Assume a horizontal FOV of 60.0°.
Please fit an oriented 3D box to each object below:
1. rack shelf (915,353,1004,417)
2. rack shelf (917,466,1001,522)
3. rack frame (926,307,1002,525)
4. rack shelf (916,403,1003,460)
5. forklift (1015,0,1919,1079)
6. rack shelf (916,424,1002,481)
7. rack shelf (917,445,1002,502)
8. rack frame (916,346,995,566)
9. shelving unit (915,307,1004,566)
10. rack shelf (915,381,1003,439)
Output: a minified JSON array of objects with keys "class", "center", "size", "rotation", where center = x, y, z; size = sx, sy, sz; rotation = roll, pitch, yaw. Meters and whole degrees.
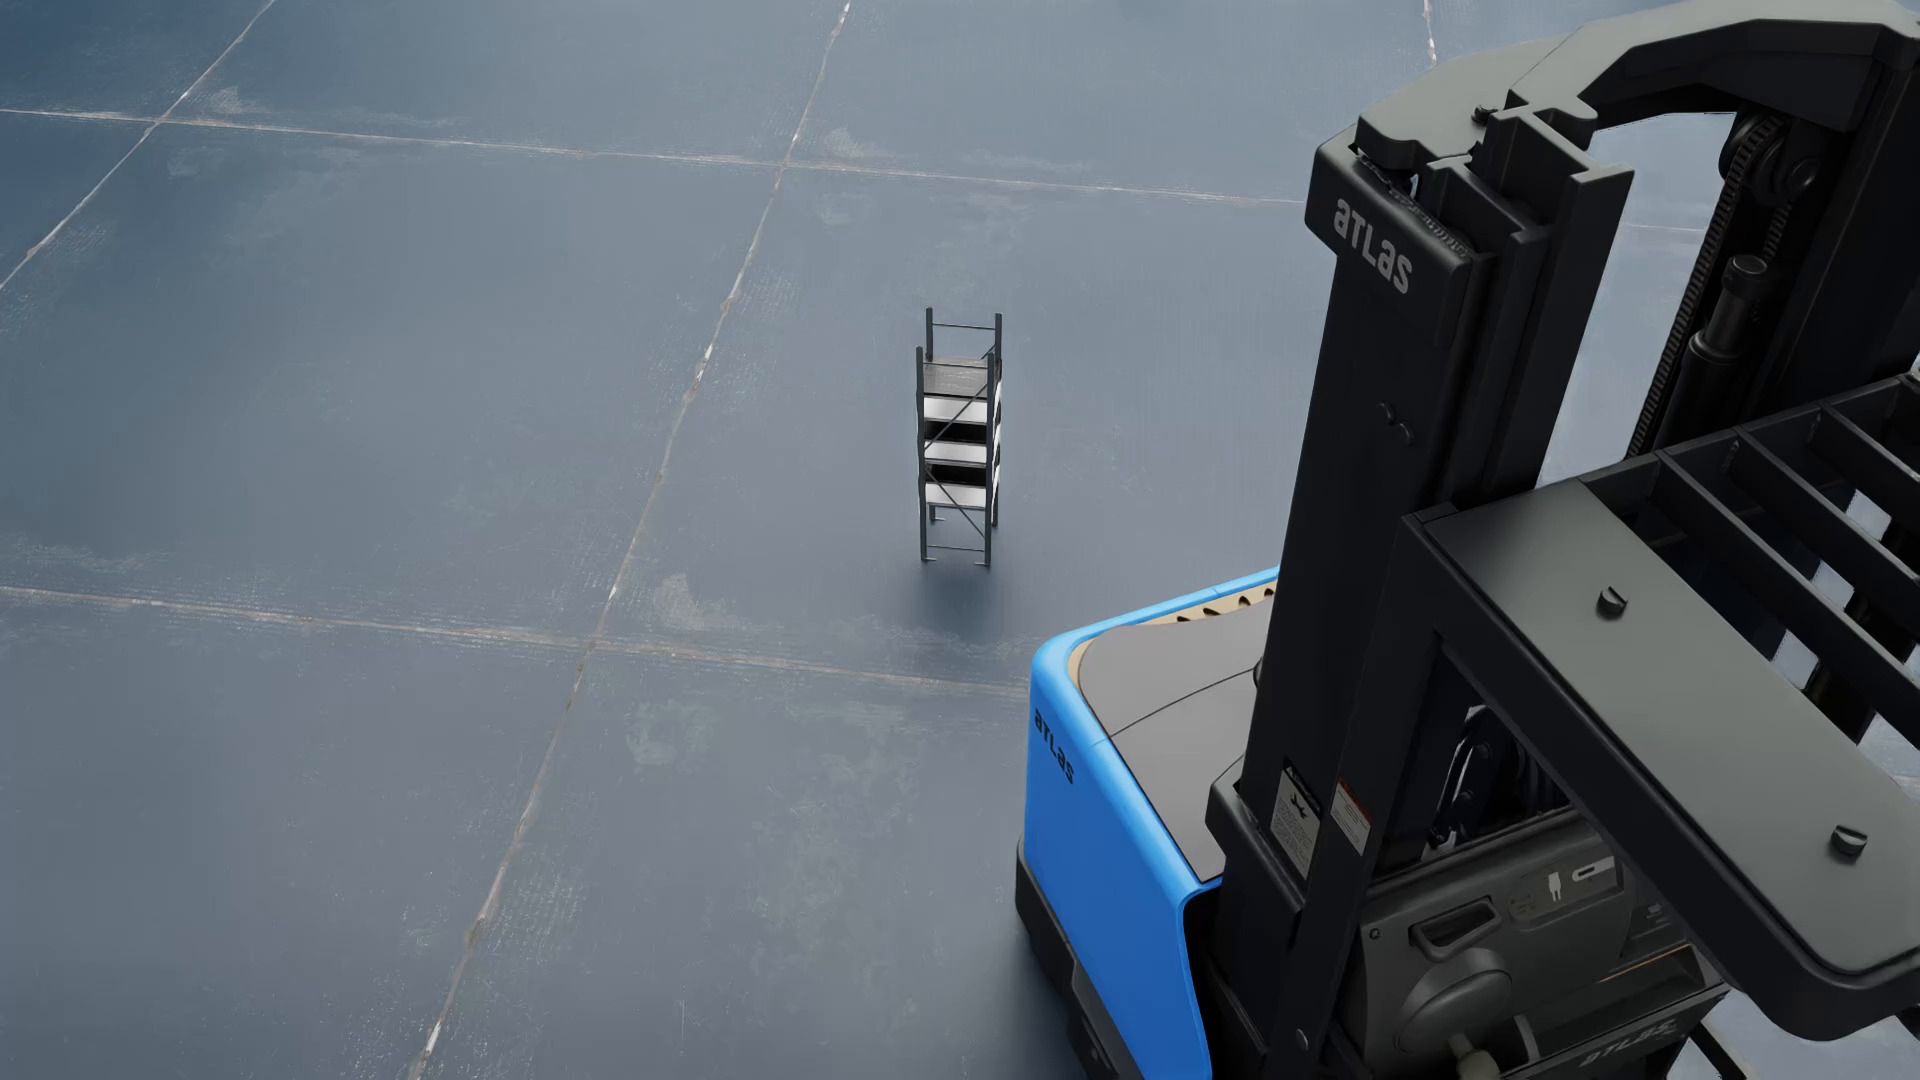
[{"class":"rack shelf","center":[-0.001,-0.493,5.272],"size":[0.258,0.077,0.200],"rotation":[5,44,6]},{"class":"rack shelf","center":[-0.001,-0.166,5.581],"size":[0.258,0.077,0.200],"rotation":[5,44,6]},{"class":"rack frame","center":[0.012,-0.391,5.508],"size":[0.240,0.900,0.006],"rotation":[5,44,6]},{"class":"rack shelf","center":[-0.001,-0.362,5.396],"size":[0.258,0.077,0.200],"rotation":[5,44,6]},{"class":"forklift","center":[1.191,0.764,2.811],"size":[1.130,2.935,3.031],"rotation":[-16,46,-16]},{"class":"rack shelf","center":[-0.001,-0.297,5.458],"size":[0.258,0.077,0.200],"rotation":[5,44,6]},{"class":"rack shelf","center":[-0.001,-0.232,5.520],"size":[0.258,0.077,0.200],"rotation":[5,44,6]},{"class":"rack frame","center":[-0.015,-0.252,5.362],"size":[0.240,0.900,0.006],"rotation":[5,44,6]},{"class":"shelving unit","center":[-0.001,-0.321,5.435],"size":[0.258,0.900,0.210],"rotation":[5,44,6]},{"class":"rack shelf","center":[-0.001,-0.428,5.334],"size":[0.258,0.077,0.200],"rotation":[5,44,6]}]
